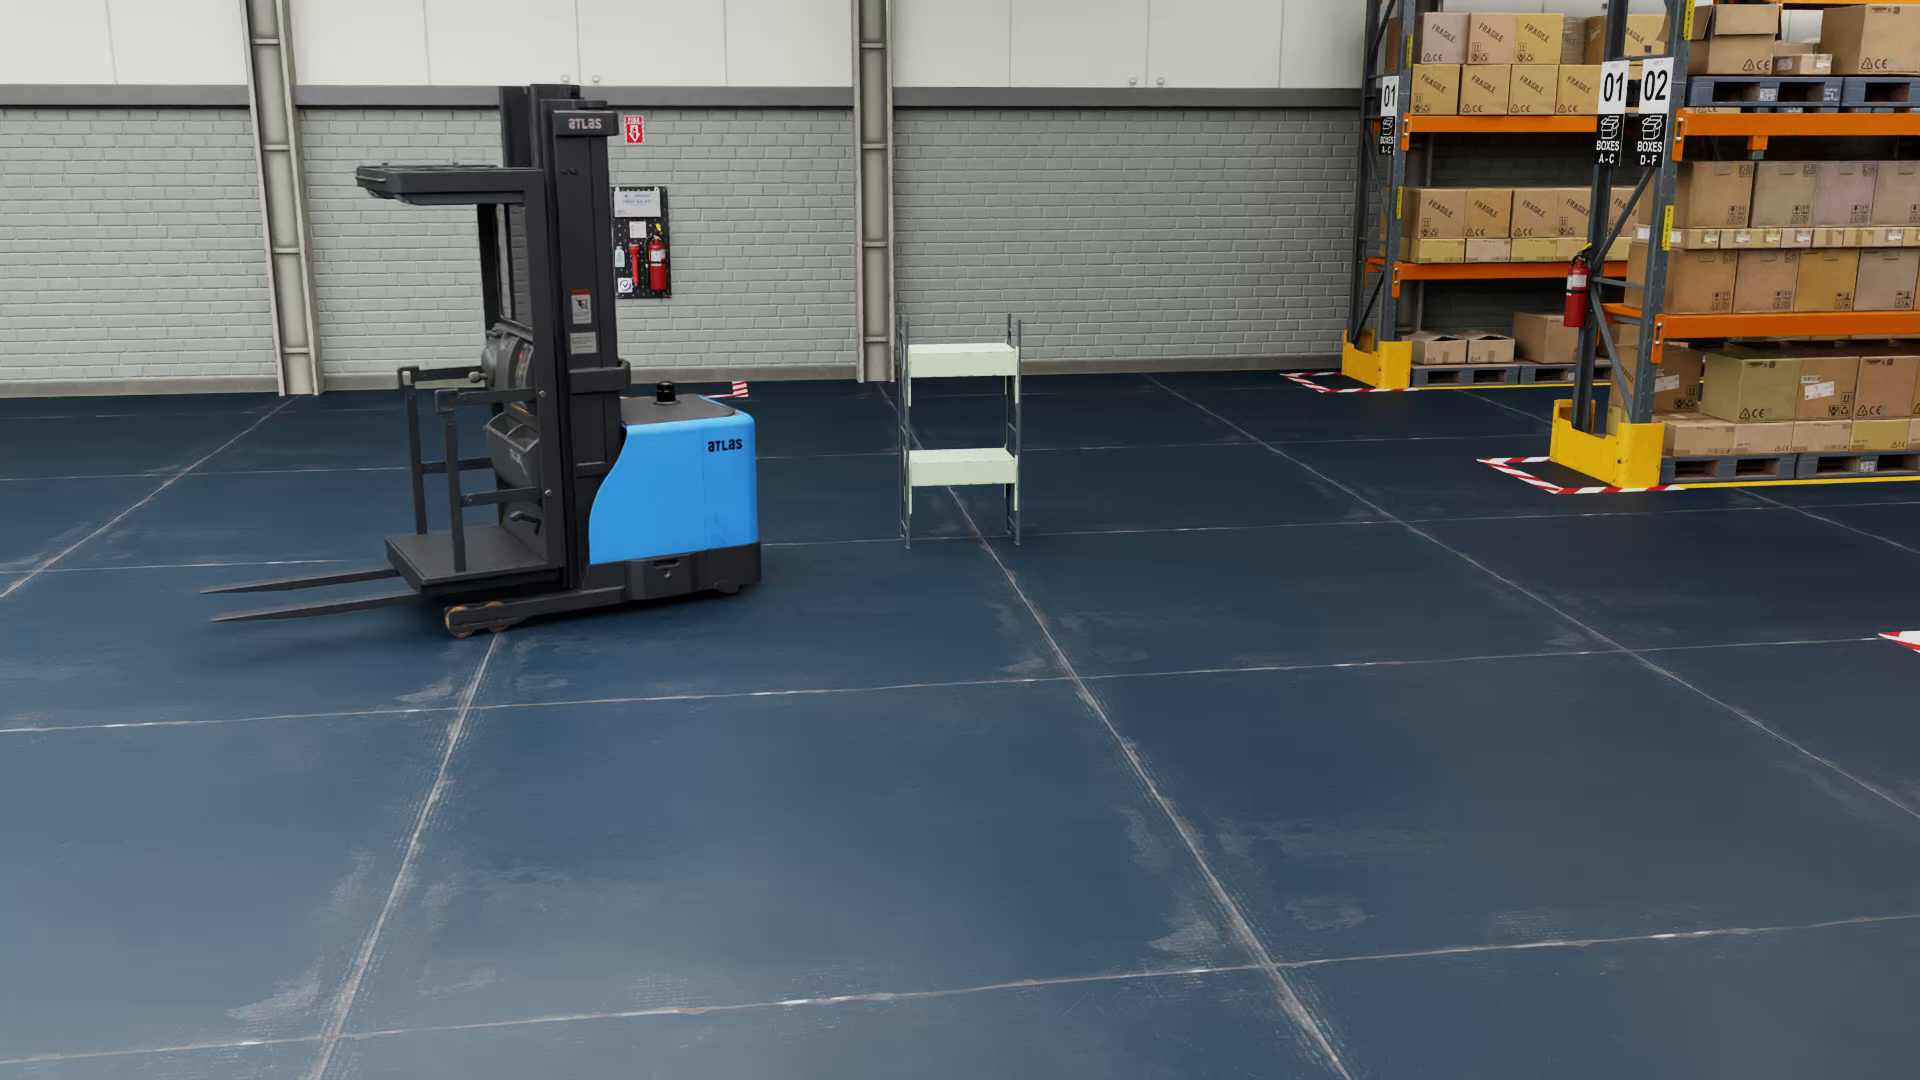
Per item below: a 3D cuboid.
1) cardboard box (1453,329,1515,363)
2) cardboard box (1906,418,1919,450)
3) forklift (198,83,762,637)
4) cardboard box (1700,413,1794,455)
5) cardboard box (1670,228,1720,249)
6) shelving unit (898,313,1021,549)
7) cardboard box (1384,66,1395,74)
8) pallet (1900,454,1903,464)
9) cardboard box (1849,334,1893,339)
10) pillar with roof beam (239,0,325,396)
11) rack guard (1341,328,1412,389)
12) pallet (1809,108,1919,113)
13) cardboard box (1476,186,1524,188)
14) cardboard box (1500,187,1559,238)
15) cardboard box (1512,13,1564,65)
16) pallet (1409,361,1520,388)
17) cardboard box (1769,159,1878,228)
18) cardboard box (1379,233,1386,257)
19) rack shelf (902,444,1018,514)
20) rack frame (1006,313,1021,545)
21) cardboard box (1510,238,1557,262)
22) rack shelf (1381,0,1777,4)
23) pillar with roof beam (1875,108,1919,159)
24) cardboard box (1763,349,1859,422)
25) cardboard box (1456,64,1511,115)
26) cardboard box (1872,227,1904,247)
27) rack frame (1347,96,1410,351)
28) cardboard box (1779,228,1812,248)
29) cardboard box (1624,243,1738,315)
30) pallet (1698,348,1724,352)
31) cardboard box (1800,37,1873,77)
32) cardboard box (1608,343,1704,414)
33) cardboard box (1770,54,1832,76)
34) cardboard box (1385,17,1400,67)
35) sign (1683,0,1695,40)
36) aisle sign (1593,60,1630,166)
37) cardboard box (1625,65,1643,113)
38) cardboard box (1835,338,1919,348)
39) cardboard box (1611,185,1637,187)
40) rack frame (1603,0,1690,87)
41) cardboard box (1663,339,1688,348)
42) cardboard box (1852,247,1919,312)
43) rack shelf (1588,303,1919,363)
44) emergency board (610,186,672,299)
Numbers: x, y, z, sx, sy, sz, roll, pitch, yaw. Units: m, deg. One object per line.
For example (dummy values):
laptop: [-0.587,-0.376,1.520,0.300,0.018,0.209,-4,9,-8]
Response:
cardboard box: [5.709,-2.123,18.143,0.500,0.311,0.500,-1,14,-4]
cardboard box: [7.731,-0.906,13.458,0.500,0.250,0.500,-2,14,-8]
forklift: [-2.731,-1.037,9.331,3.031,2.935,1.130,-8,16,-28]
cardboard box: [6.247,-0.853,13.246,0.500,0.250,0.500,-2,14,-8]
cardboard box: [5.610,-2.324,12.781,0.250,0.149,0.380,-2,14,-9]
shelving unit: [-0.007,-0.727,11.038,0.755,1.500,0.431,-2,14,-8]
cardboard box: [4.823,-4.779,17.697,0.500,0.500,0.500,-1,14,-4]
pallet: [8.352,-0.772,13.865,1.213,0.211,1.003,-2,14,-8]
cardboard box: [10.143,-2.406,18.882,0.500,0.500,0.700,-2,14,-8]
pillar with roof beam: [-6.214,-4.862,12.111,0.400,9.000,9.100,-2,14,-8]
rack guard: [4.523,-1.980,18.088,0.348,0.500,1.175,-2,14,-8]
pallet: [10.055,-4.733,18.149,1.003,0.211,1.213,-2,14,-8]
cardboard box: [5.892,-3.594,18.112,0.500,0.500,0.500,-2,14,-10]
cardboard box: [5.967,-3.468,17.609,0.500,0.500,0.500,-3,14,-10]
cardboard box: [5.874,-5.170,17.203,0.500,0.500,0.500,-2,14,-7]
pallet: [5.332,-1.861,18.207,1.213,0.211,1.003,-2,14,-8]
cardboard box: [6.723,-2.730,13.070,0.500,0.500,0.700,-2,14,-8]
cardboard box: [4.881,-3.190,18.042,0.500,0.250,0.500,-2,14,-7]
rack shelf: [-0.007,-0.411,11.118,0.720,0.370,0.431,-2,14,-8]
rack frame: [0.355,-0.740,11.091,0.023,1.500,0.400,-2,14,-8]
cardboard box: [5.994,-3.107,17.711,0.500,0.250,0.500,-2,14,-9]
rack shelf: [6.425,-5.821,17.420,4.000,0.370,1.077,-2,14,-8]
pillar with roof beam: [11.585,-5.515,14.712,0.400,9.000,9.100,-2,14,-8]
cardboard box: [6.740,-1.237,13.237,0.500,0.500,0.500,-2,14,-8]
cardboard box: [5.352,-4.665,17.245,0.500,0.500,0.500,-1,14,-5]
cardboard box: [7.130,-2.379,13.003,0.250,0.149,0.380,-2,14,-8]
rack frame: [4.448,-3.189,17.773,0.127,3.000,1.000,-2,14,-8]
cardboard box: [6.367,-2.351,12.891,0.250,0.149,0.380,-2,14,-9]
cardboard box: [5.653,-2.060,13.065,0.500,0.500,0.700,-2,14,-8]
pallet: [9.173,-2.010,18.804,1.213,0.211,1.003,-2,14,-8]
cardboard box: [6.839,-3.807,13.100,0.500,0.311,0.500,0,14,-2]
cardboard box: [5.675,-1.323,13.577,0.500,0.500,0.500,-2,14,-8]
cardboard box: [6.379,-3.603,12.621,0.250,0.149,0.380,-2,14,-8]
cardboard box: [4.835,-5.266,17.585,0.500,0.500,0.500,-1,14,-6]
sign: [5.266,-3.782,12.008,0.005,0.325,0.100,-2,14,-8]
aisle sign: [5.081,-3.327,12.978,0.004,0.787,0.394,-2,14,-8]
cardboard box: [6.896,-4.725,17.484,0.500,0.500,0.500,-3,14,-11]
cardboard box: [7.651,-1.399,13.881,0.500,0.500,0.500,-2,14,-8]
cardboard box: [7.395,-3.650,18.337,0.500,0.500,0.500,-2,14,-9]
rack frame: [5.189,-4.908,12.292,0.127,3.000,1.000,-2,14,-8]
cardboard box: [7.879,-2.147,18.536,0.250,0.166,0.380,-4,15,-16]
cardboard box: [7.183,-2.117,13.292,0.500,0.500,0.700,-2,14,-7]
rack shelf: [7.167,-1.722,13.399,4.000,0.370,1.077,-2,14,-8]
emergency board: [-3.371,-3.125,17.516,0.643,1.169,0.194,-2,14,-8]
